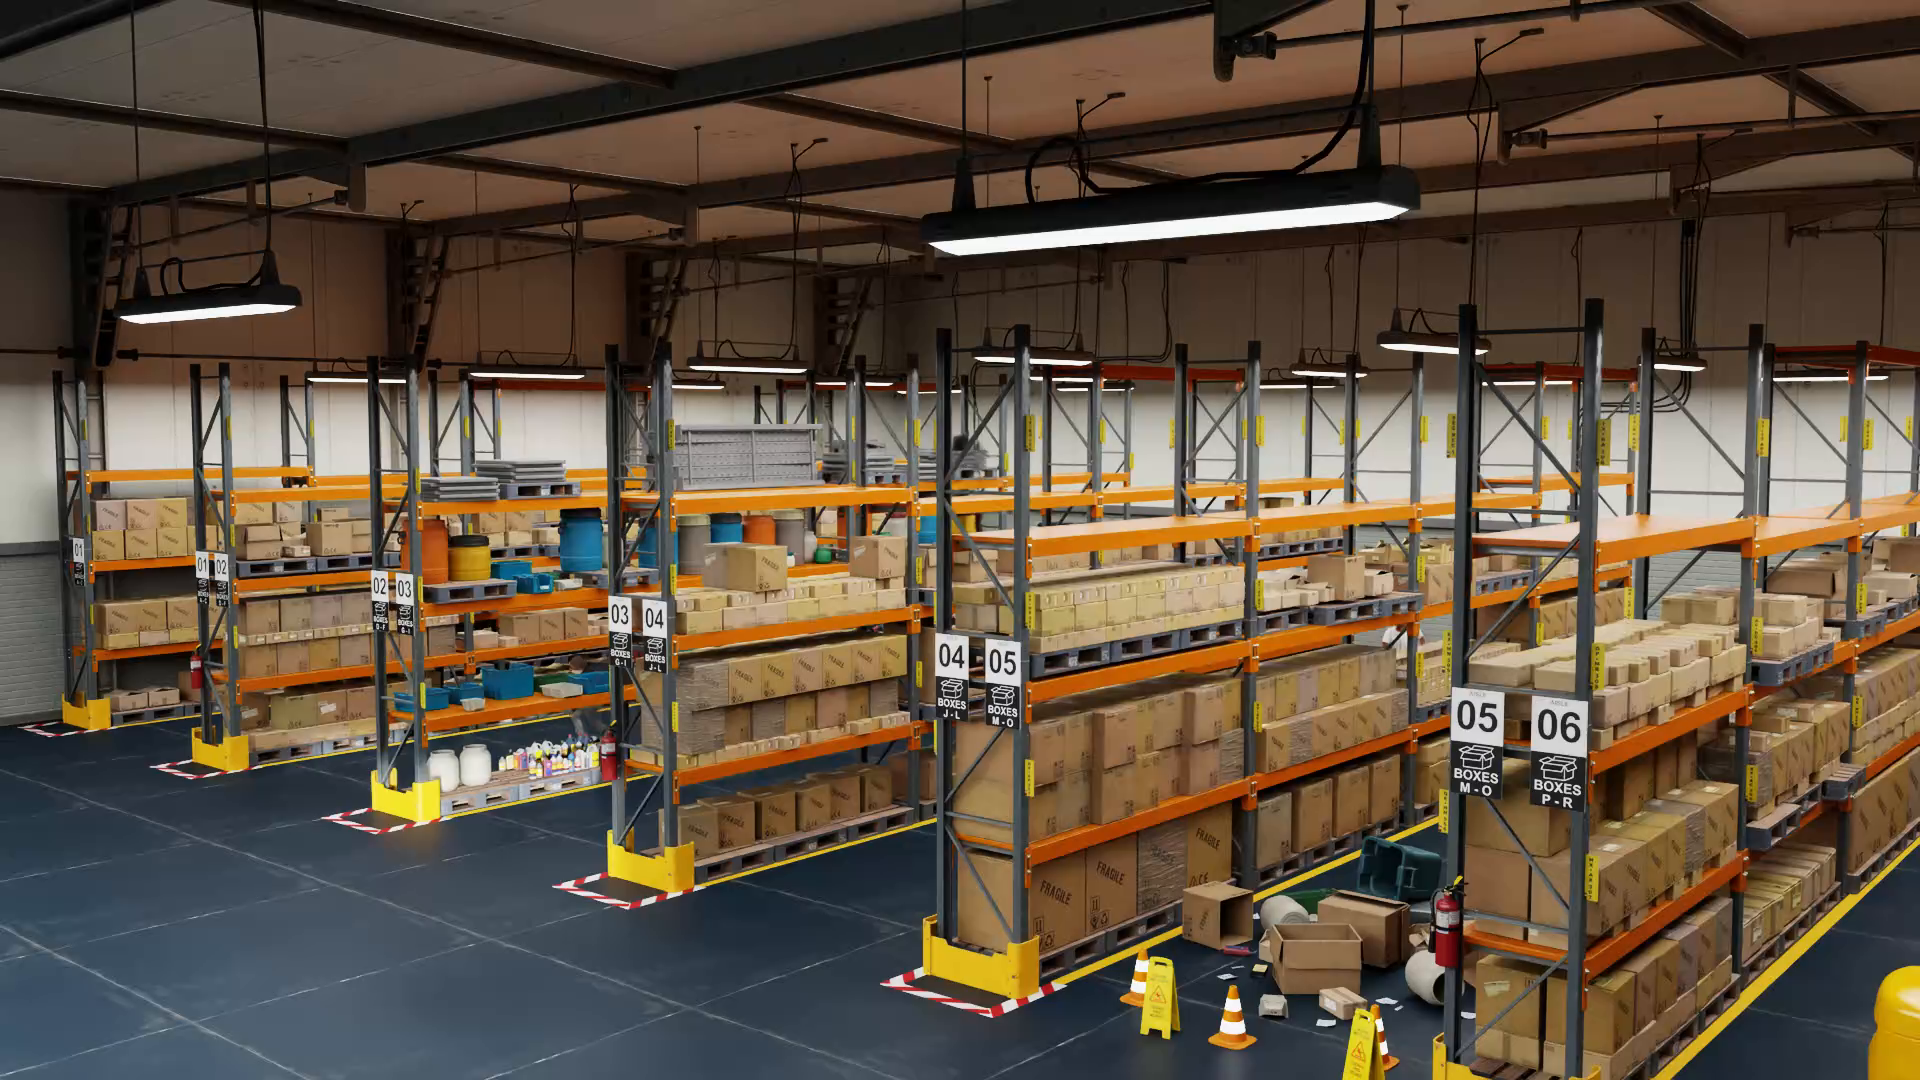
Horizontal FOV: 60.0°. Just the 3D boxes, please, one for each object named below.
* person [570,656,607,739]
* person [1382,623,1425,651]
[{"bbox_3d":[-5.776,2.526,25.807,0.657,1.512,0.688,0,4,-1],"label":"person"},{"bbox_3d":[7.837,2.159,29.530,0.709,1.795,0.867,2,5,27],"label":"person"}]
